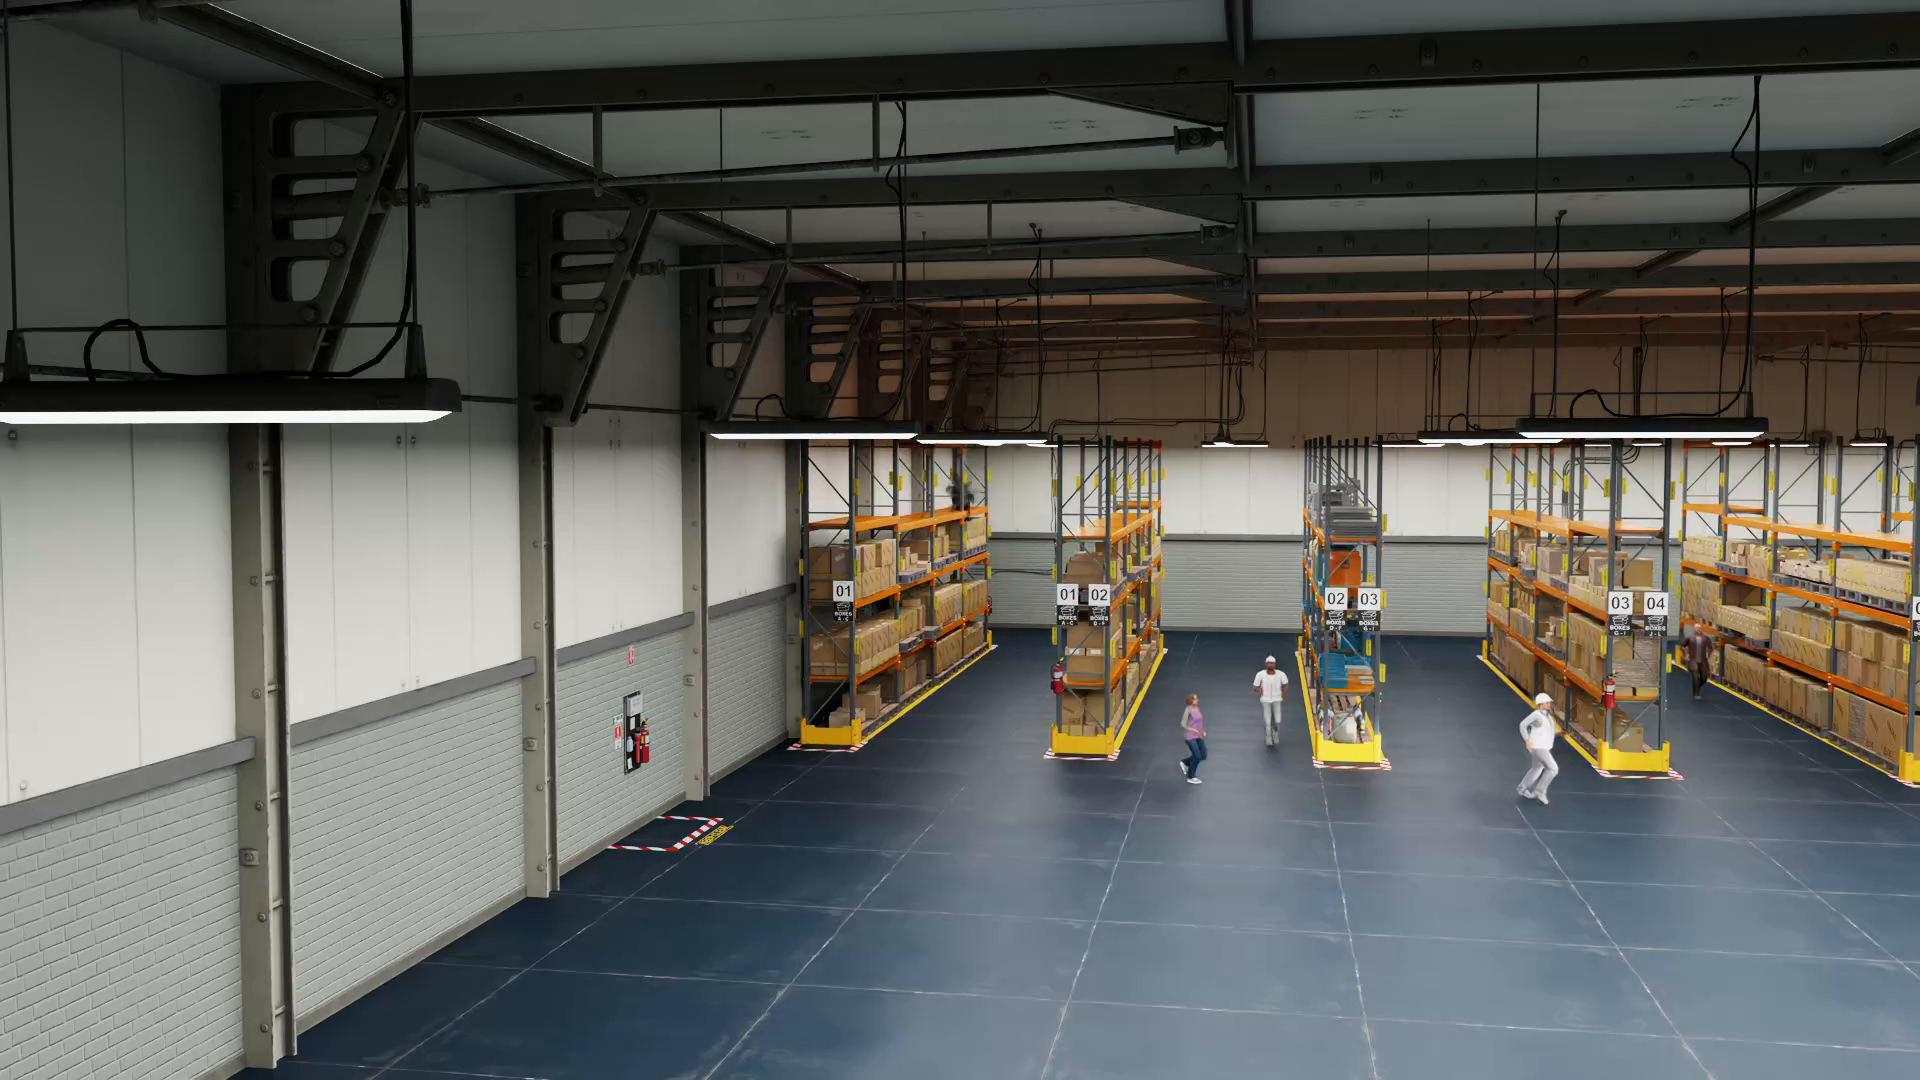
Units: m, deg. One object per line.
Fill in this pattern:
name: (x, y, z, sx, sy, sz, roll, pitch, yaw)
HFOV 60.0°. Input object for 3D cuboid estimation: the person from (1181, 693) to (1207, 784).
person: (3.997, 3.400, 28.558, 0.560, 1.549, 0.532, 3, 4, 40)

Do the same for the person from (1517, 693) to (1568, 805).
person: (9.436, 3.382, 26.963, 0.811, 1.800, 0.620, 2, 4, 38)

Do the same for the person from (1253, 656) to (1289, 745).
person: (6.008, 3.109, 32.079, 0.686, 1.721, 0.597, 0, 3, 7)

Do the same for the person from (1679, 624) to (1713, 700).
person: (16.924, 2.789, 38.212, 0.713, 1.730, 0.754, 1, 3, 11)
